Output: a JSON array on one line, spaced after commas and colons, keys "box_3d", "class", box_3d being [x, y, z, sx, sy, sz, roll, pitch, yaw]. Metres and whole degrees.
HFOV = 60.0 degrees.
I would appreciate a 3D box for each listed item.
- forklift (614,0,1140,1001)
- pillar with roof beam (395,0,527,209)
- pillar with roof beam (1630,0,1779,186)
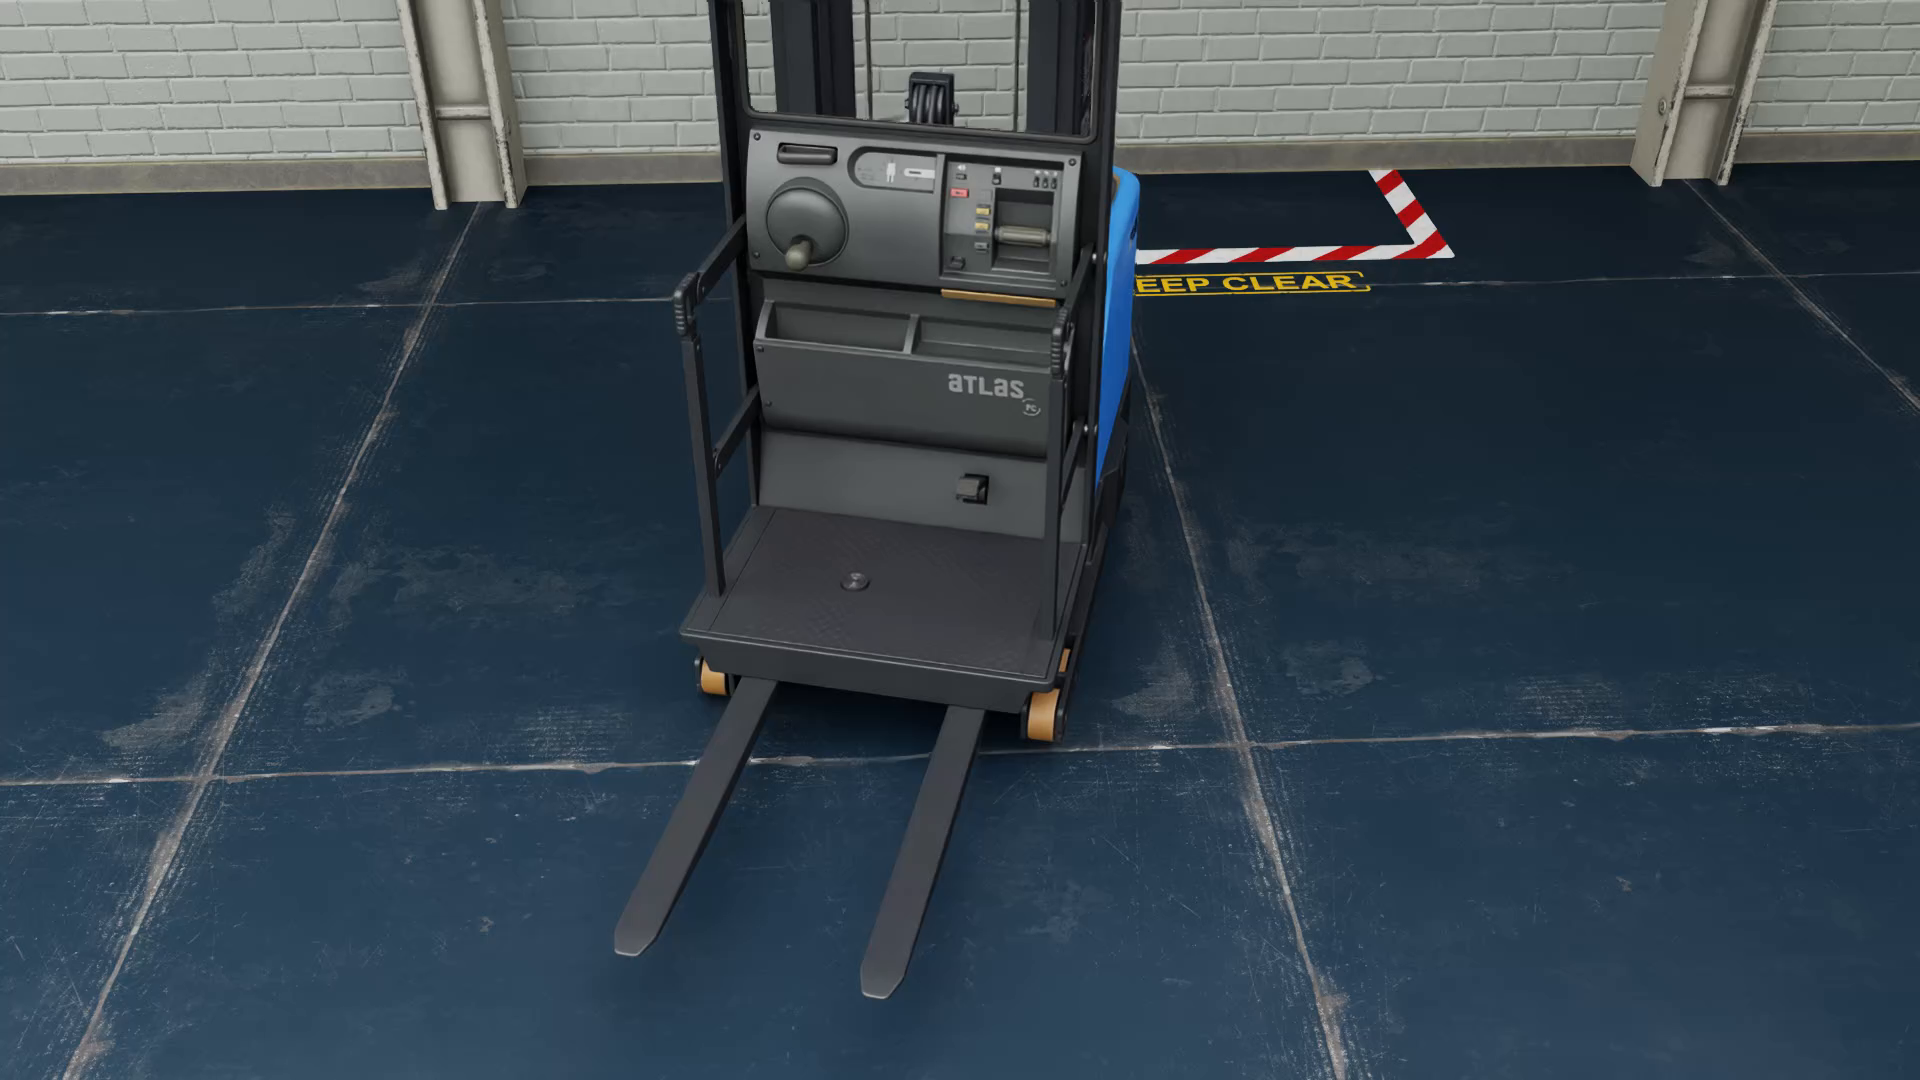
[{"box_3d": [-0.178, -0.846, 4.396, 1.130, 2.935, 3.031, 7, 35, 10], "class": "forklift"}, {"box_3d": [-2.151, -2.950, 2.105, 0.400, 9.000, 9.100, -2, 35, -2], "class": "pillar with roof beam"}, {"box_3d": [3.842, -3.112, 2.339, 0.400, 9.000, 9.100, -2, 35, -2], "class": "pillar with roof beam"}]
